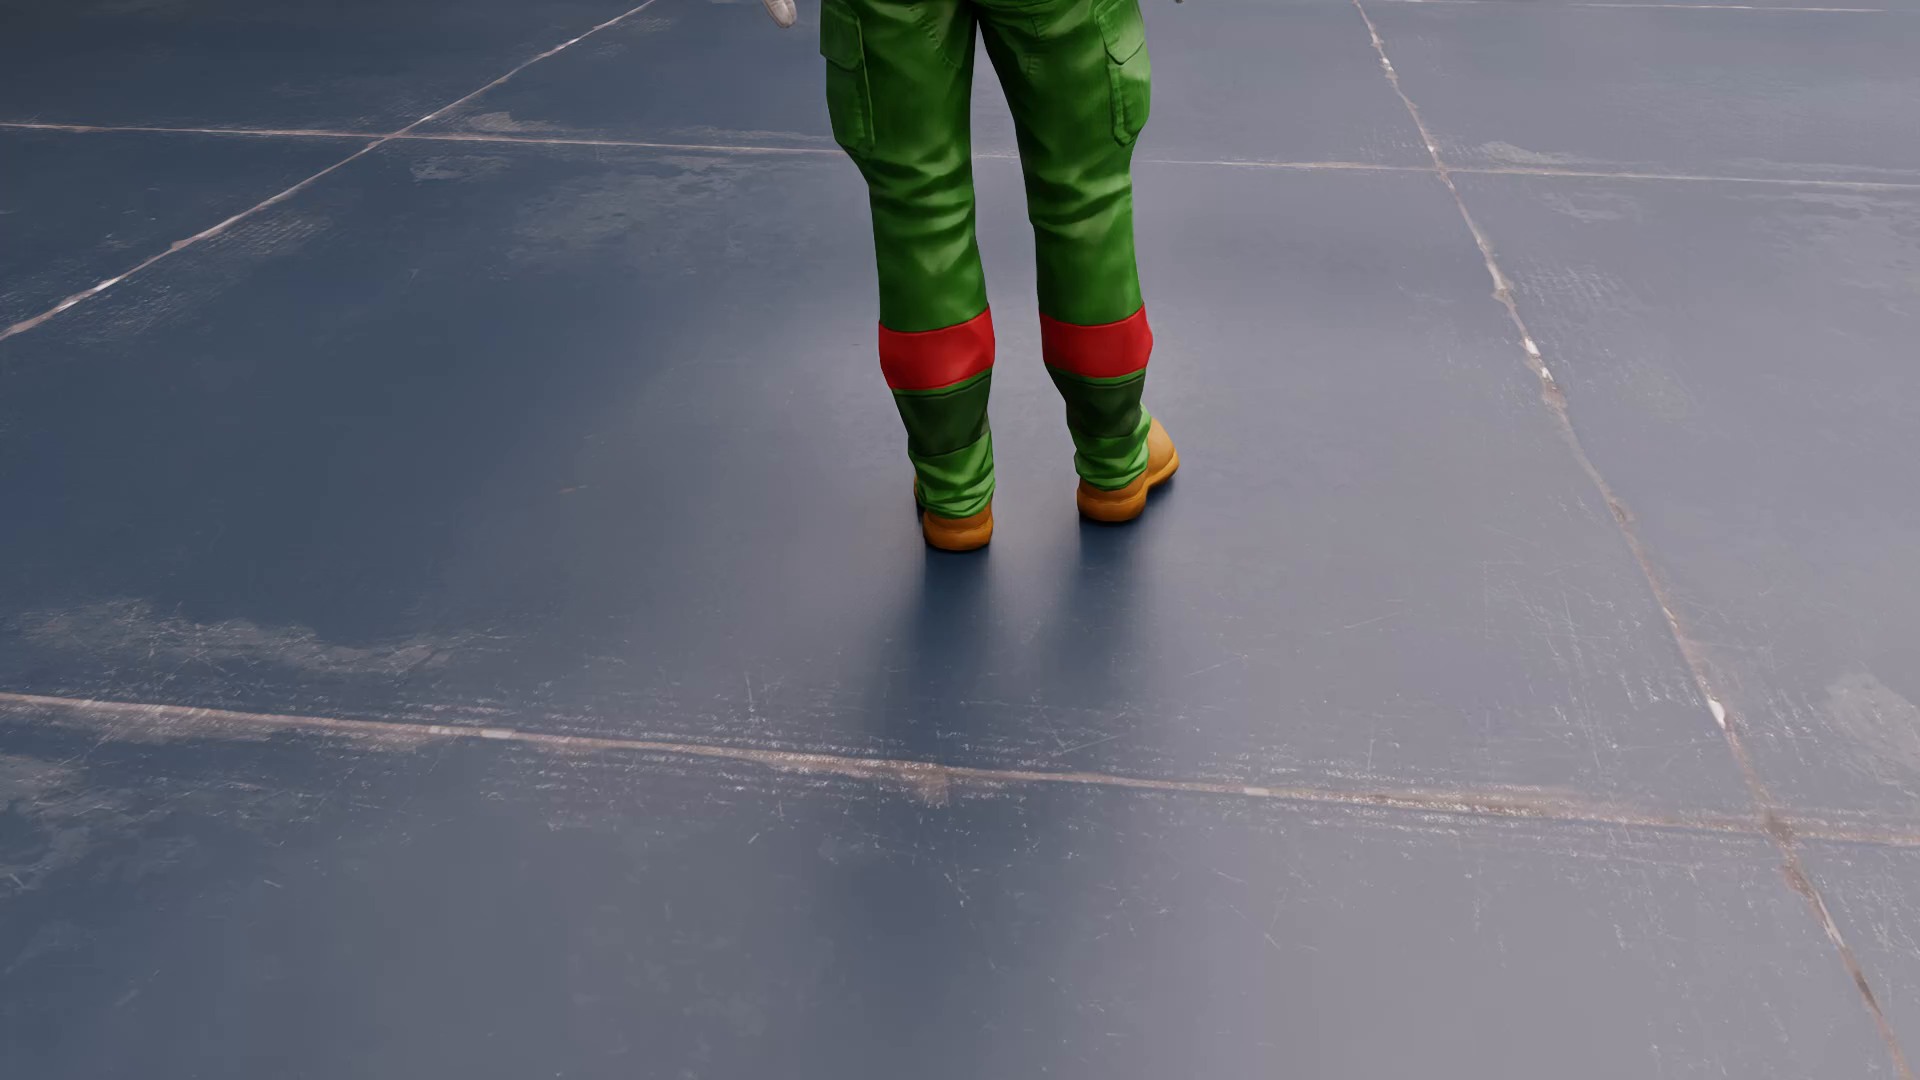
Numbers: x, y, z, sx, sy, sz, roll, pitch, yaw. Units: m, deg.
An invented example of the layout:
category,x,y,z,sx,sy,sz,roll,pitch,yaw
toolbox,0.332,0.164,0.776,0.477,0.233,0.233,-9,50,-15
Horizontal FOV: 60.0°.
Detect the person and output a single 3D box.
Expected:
category,x,y,z,sx,sy,sz,roll,pitch,yaw
person,0.023,-0.842,2.168,0.637,1.790,0.562,3,27,7
